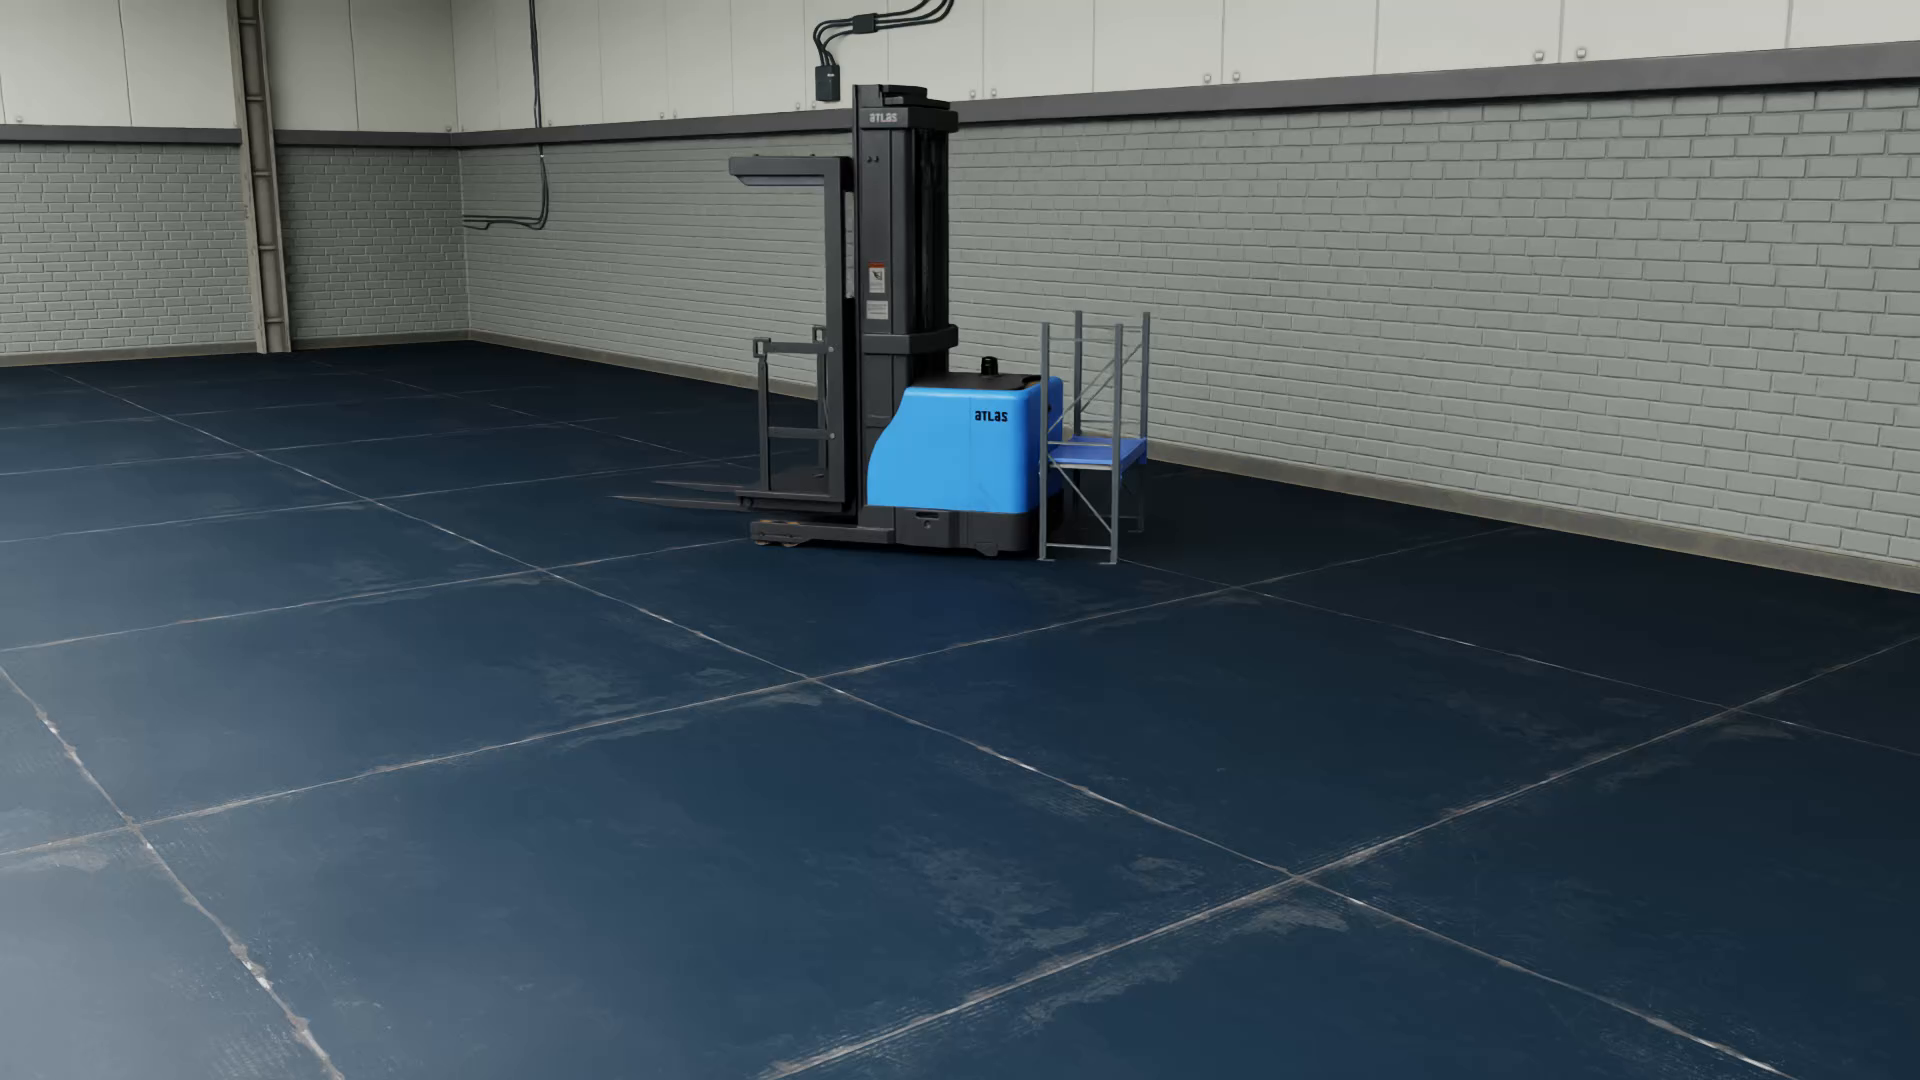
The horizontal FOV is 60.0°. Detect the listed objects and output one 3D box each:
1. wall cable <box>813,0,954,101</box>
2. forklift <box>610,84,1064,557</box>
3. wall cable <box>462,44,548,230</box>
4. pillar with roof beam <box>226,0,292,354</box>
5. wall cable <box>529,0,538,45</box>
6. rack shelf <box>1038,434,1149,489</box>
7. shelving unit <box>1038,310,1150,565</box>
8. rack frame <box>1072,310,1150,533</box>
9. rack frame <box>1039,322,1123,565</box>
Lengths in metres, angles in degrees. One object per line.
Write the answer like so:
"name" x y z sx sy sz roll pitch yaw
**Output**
"wall cable" -0.774 -7.383 16.047 0.169 6.003 2.305 -9 15 -38
"forklift" -0.871 -1.486 11.068 3.031 2.935 1.130 4 13 17
"wall cable" -6.692 -5.743 23.984 0.112 2.526 3.097 -9 15 -38
"pillar with roof beam" -7.130 -6.396 19.583 0.400 9.000 9.100 -9 15 -38
"wall cable" -5.002 -7.774 21.393 0.112 2.526 3.097 -9 15 -38
"rack shelf" 0.882 -0.518 10.822 0.538 0.185 1.000 3 12 15
"shelving unit" 0.882 -0.694 10.785 0.538 1.500 1.048 3 12 15
"rack frame" 1.019 -0.795 11.264 0.500 1.500 0.032 3 12 15
"rack frame" 0.746 -0.592 10.306 0.500 1.500 0.032 3 12 15
